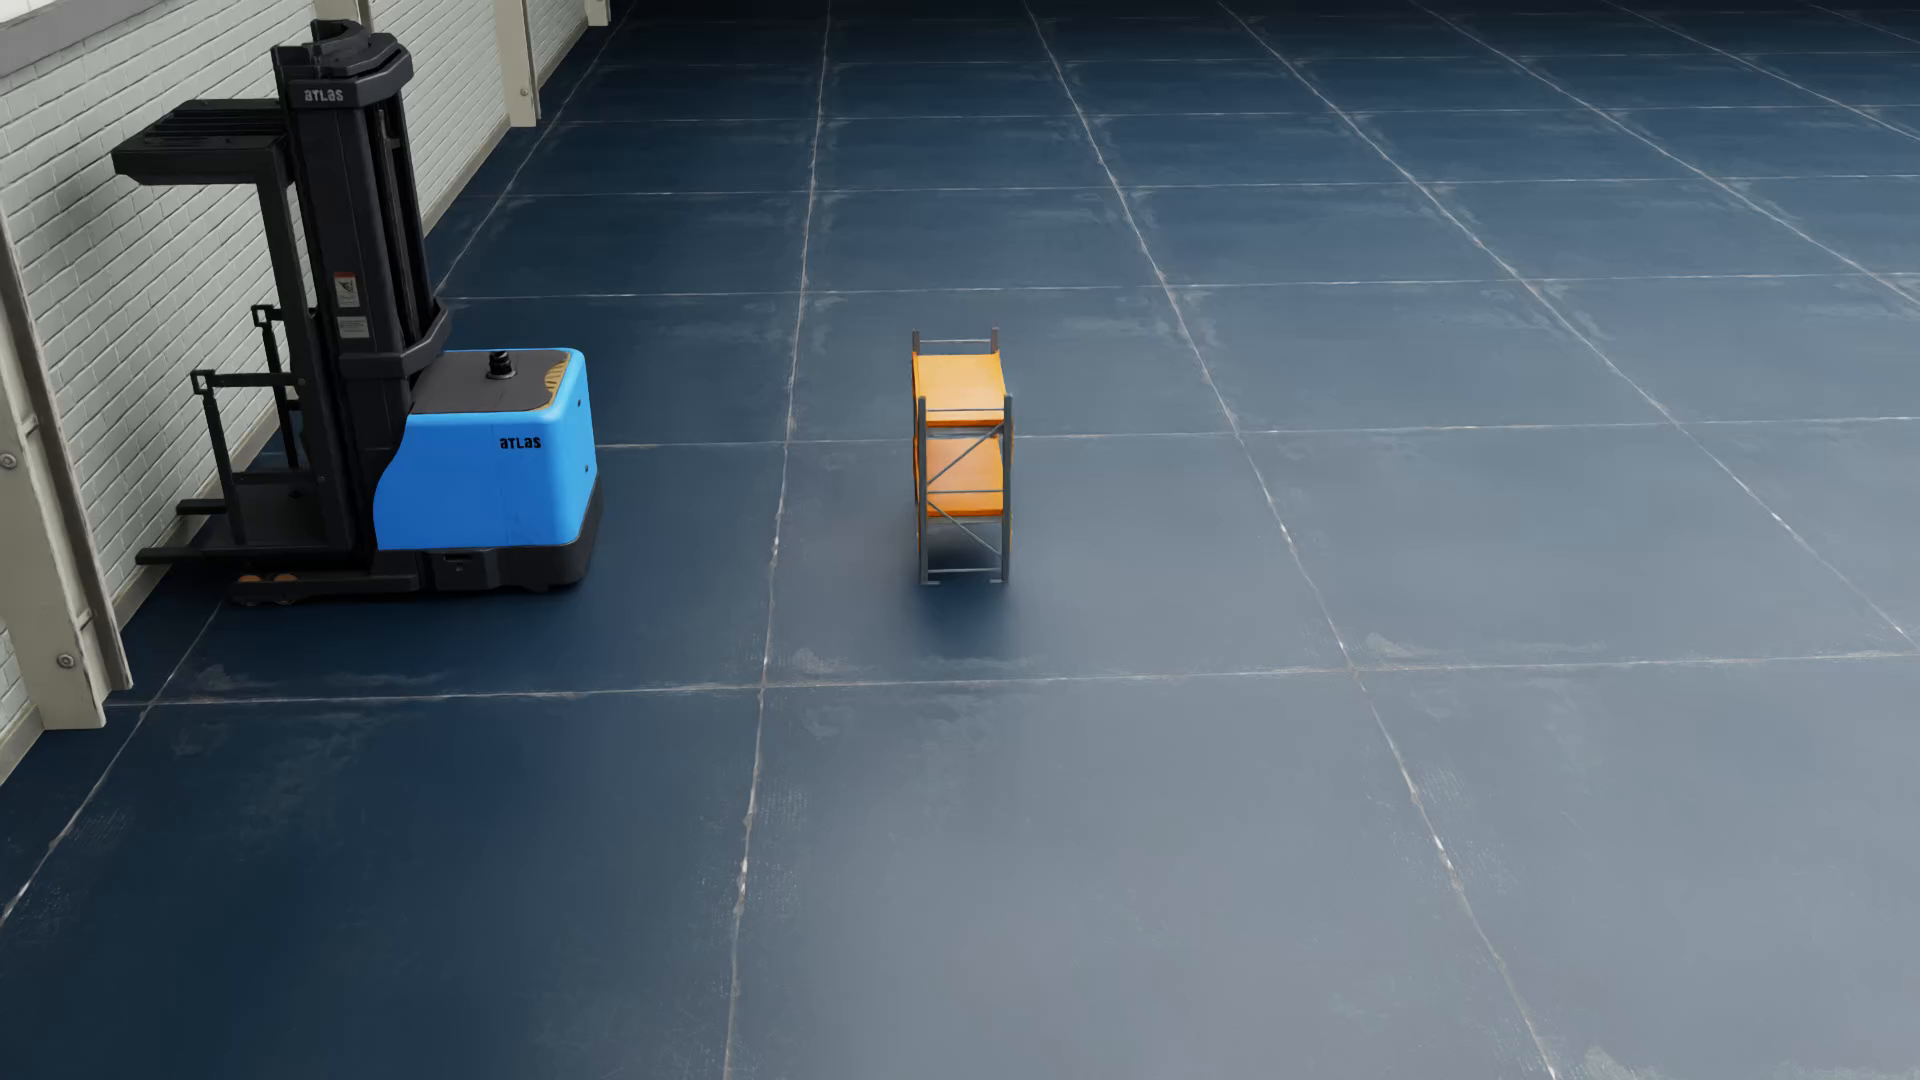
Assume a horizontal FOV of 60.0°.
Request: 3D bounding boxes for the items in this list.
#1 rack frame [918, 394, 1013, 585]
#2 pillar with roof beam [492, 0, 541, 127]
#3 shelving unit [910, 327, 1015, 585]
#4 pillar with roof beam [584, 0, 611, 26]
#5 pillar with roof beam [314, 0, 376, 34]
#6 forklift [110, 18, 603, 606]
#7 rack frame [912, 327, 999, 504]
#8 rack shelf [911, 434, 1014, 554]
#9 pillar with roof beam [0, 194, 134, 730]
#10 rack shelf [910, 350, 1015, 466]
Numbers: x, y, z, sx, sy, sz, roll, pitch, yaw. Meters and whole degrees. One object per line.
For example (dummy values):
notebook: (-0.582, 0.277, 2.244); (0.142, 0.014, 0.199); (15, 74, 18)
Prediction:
rack frame: (0.027, -0.261, 9.034); (0.500, 1.125, 0.032); (-1, 28, -3)
pillar with roof beam: (-0.625, -8.818, 16.926); (9.100, 9.000, 0.400); (-1, 28, -3)
shelving unit: (0.000, -0.496, 9.484); (0.538, 1.125, 1.048); (-1, 28, -3)
pillar with roof beam: (-0.939, -11.589, 22.239); (9.100, 9.000, 0.400); (-1, 28, -3)
pillar with roof beam: (-0.312, -6.047, 11.614); (9.100, 9.000, 0.400); (-1, 28, -3)
forklift: (-3.623, -1.193, 8.868); (3.031, 2.935, 1.130); (-2, 28, -3)
rack frame: (-0.026, -0.730, 9.934); (0.500, 1.125, 0.032); (-1, 28, -3)
rack shelf: (0.000, -0.279, 9.597); (0.538, 0.278, 1.000); (-1, 28, -3)
pillar with roof beam: (0.001, -3.276, 6.301); (9.100, 9.000, 0.400); (-1, 28, -3)
rack shelf: (0.000, -0.755, 9.349); (0.538, 0.278, 1.000); (-1, 28, -3)
